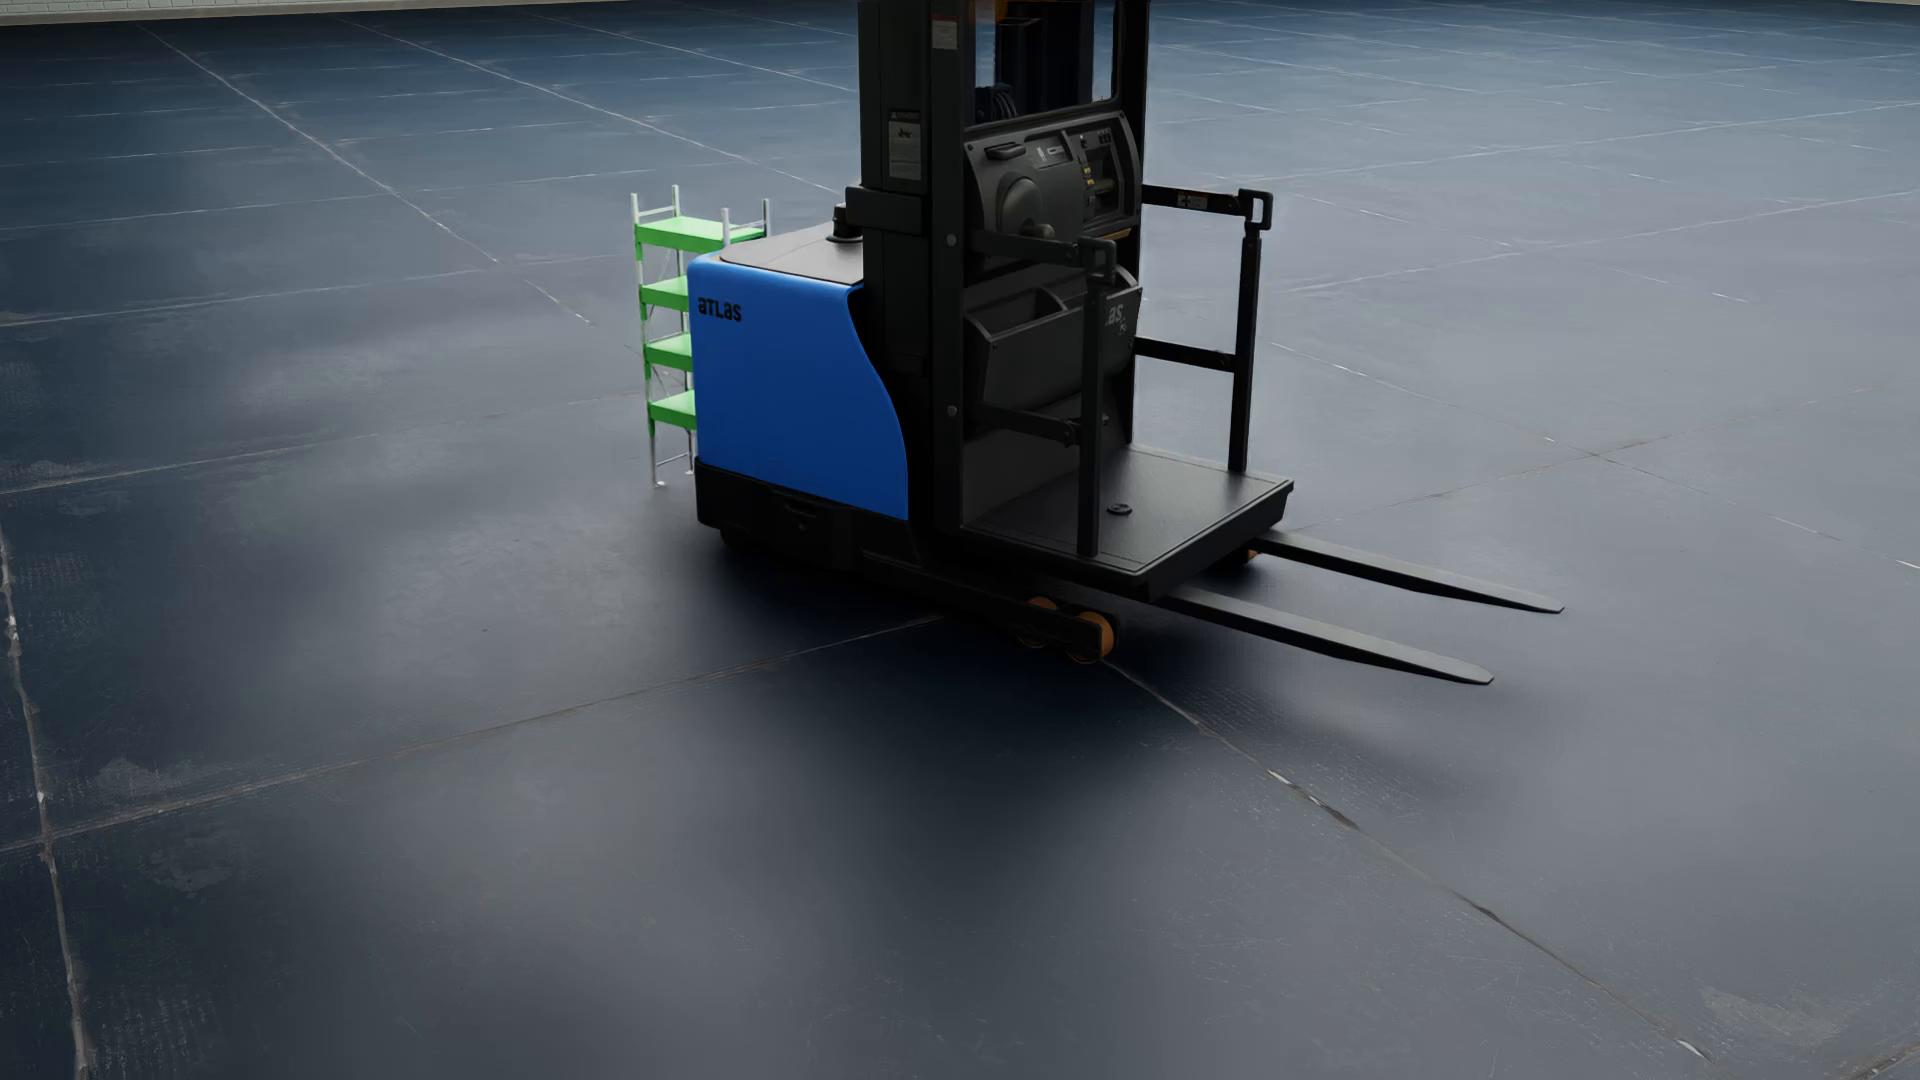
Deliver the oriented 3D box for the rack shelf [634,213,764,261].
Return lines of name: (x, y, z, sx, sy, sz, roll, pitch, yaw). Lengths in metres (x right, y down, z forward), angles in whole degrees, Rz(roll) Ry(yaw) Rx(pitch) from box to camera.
rack shelf: (-0.997, -1.142, 6.422, 0.480, 0.148, 0.258, 16, 27, 34)

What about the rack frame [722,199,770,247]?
rack frame: (-0.802, -0.701, 6.443, 0.015, 1.200, 0.240, 16, 27, 34)

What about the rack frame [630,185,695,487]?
rack frame: (-1.192, -0.812, 6.715, 0.015, 1.200, 0.240, 16, 27, 34)

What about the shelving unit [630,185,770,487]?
shelving unit: (-0.997, -0.756, 6.579, 0.503, 1.200, 0.258, 16, 27, 34)

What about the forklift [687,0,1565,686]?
forklift: (0.485, -1.185, 5.335, 3.031, 2.935, 1.130, 16, 27, 34)

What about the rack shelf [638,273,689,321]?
rack shelf: (-0.997, -0.920, 6.513, 0.480, 0.148, 0.258, 16, 27, 34)

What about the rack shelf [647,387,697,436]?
rack shelf: (-0.997, -0.475, 6.693, 0.480, 0.148, 0.258, 16, 27, 34)

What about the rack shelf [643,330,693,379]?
rack shelf: (-0.997, -0.697, 6.603, 0.480, 0.148, 0.258, 16, 27, 34)
